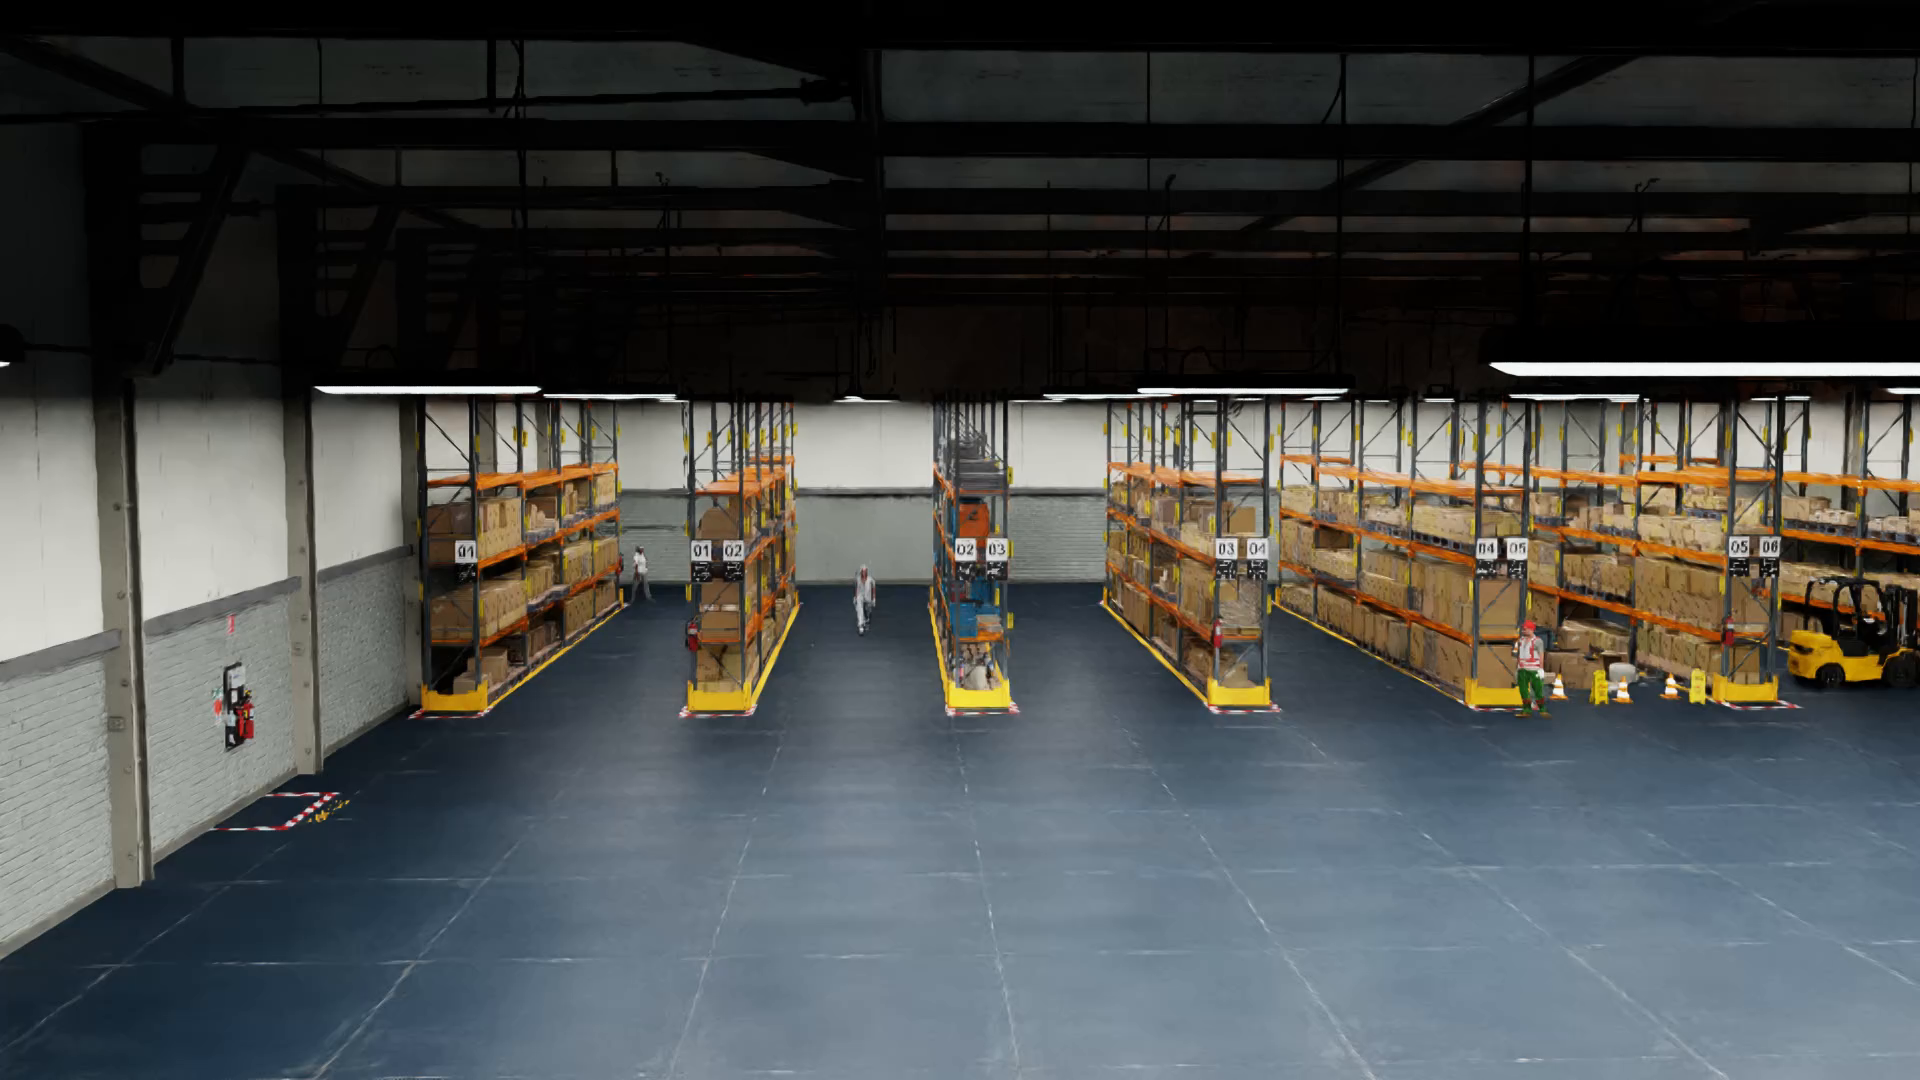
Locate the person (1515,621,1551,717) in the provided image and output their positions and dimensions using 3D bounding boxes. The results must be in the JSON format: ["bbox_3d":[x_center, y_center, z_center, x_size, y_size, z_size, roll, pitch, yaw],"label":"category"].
[{"bbox_3d":[10.481,2.361,30.455,0.542,1.781,0.637,-3,5,-32],"label":"person"}]

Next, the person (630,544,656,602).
[{"bbox_3d":[-9.237,0.948,48.217,0.558,1.672,0.700,3,5,31],"label":"person"}]

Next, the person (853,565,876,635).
[{"bbox_3d":[-2.370,1.482,41.389,0.567,1.736,1.044,0,5,-3],"label":"person"}]
